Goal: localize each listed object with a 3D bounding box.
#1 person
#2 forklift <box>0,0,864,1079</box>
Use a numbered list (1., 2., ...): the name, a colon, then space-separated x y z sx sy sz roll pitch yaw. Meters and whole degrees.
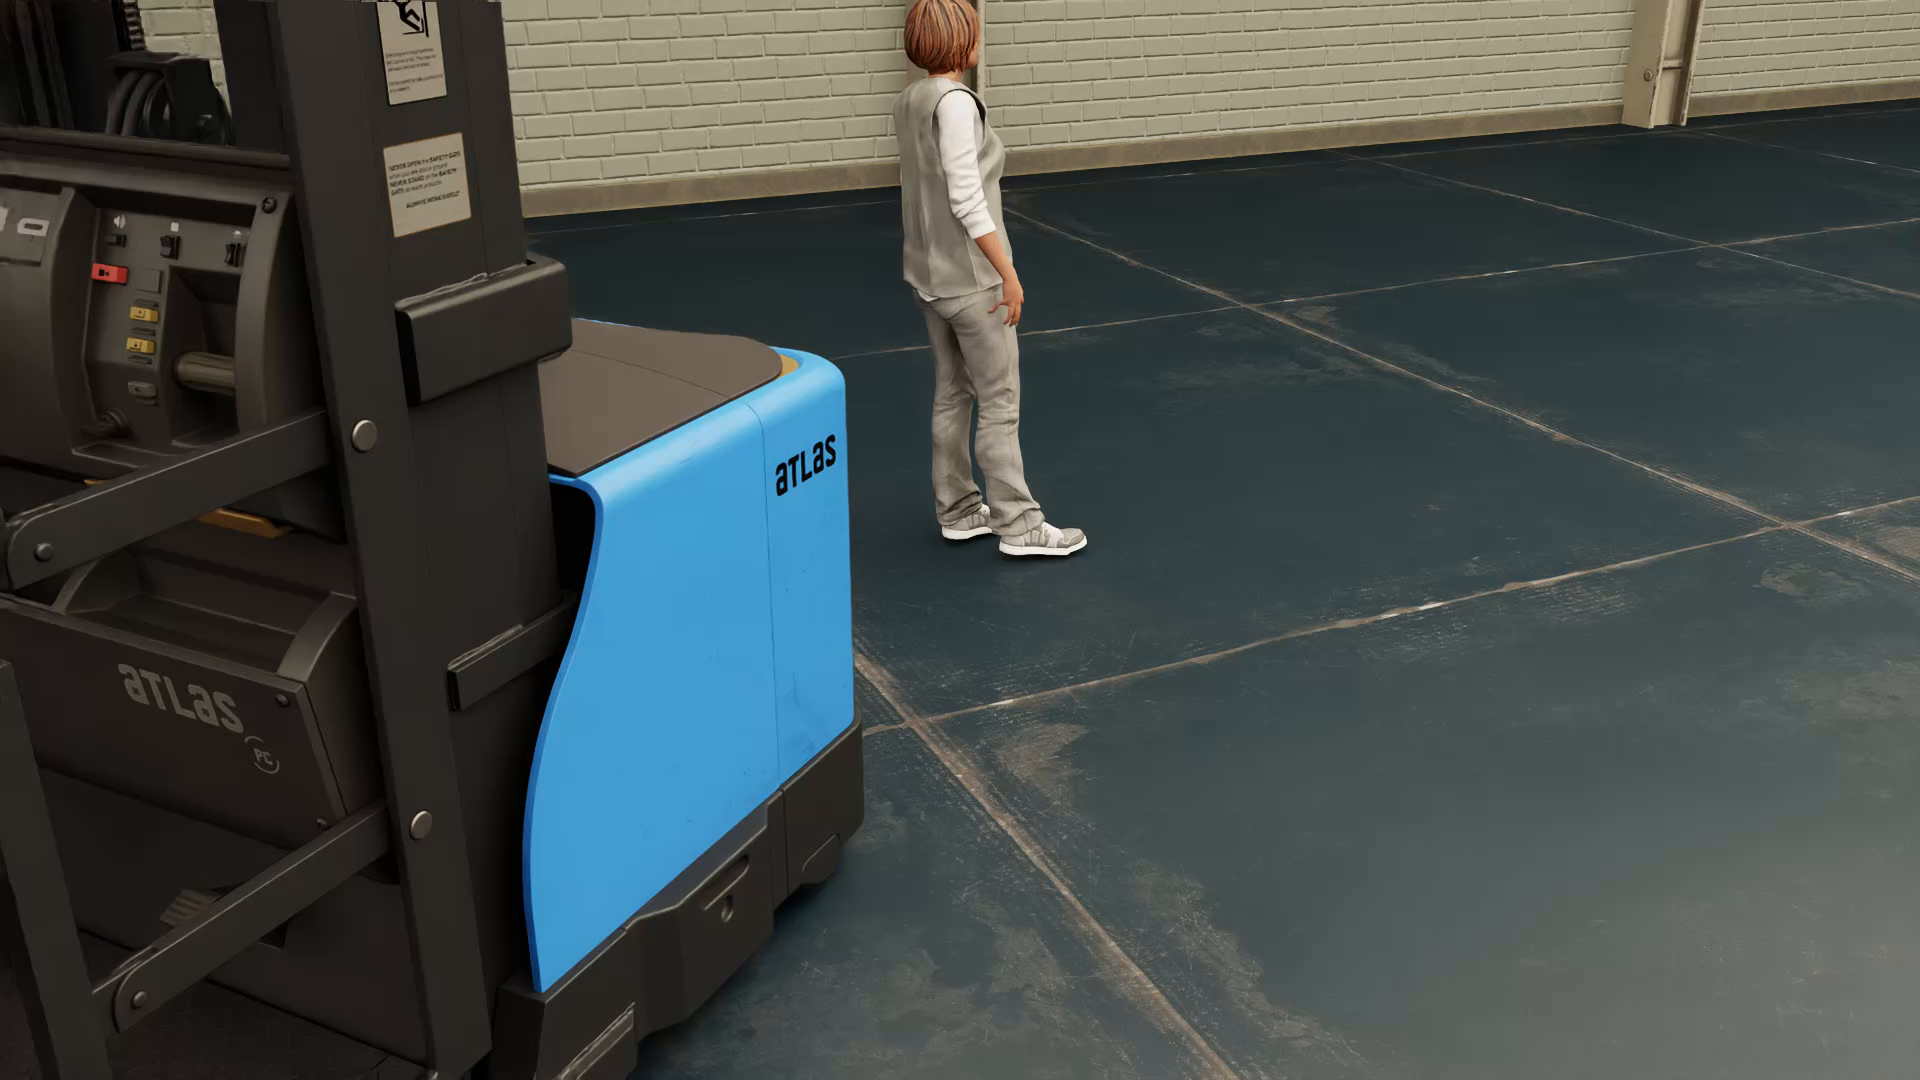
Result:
1. person: 0.073 -0.751 4.815 0.475 1.596 0.521 -10 25 -23
2. forklift: -1.311 -0.290 1.985 1.130 2.935 3.031 11 25 24
